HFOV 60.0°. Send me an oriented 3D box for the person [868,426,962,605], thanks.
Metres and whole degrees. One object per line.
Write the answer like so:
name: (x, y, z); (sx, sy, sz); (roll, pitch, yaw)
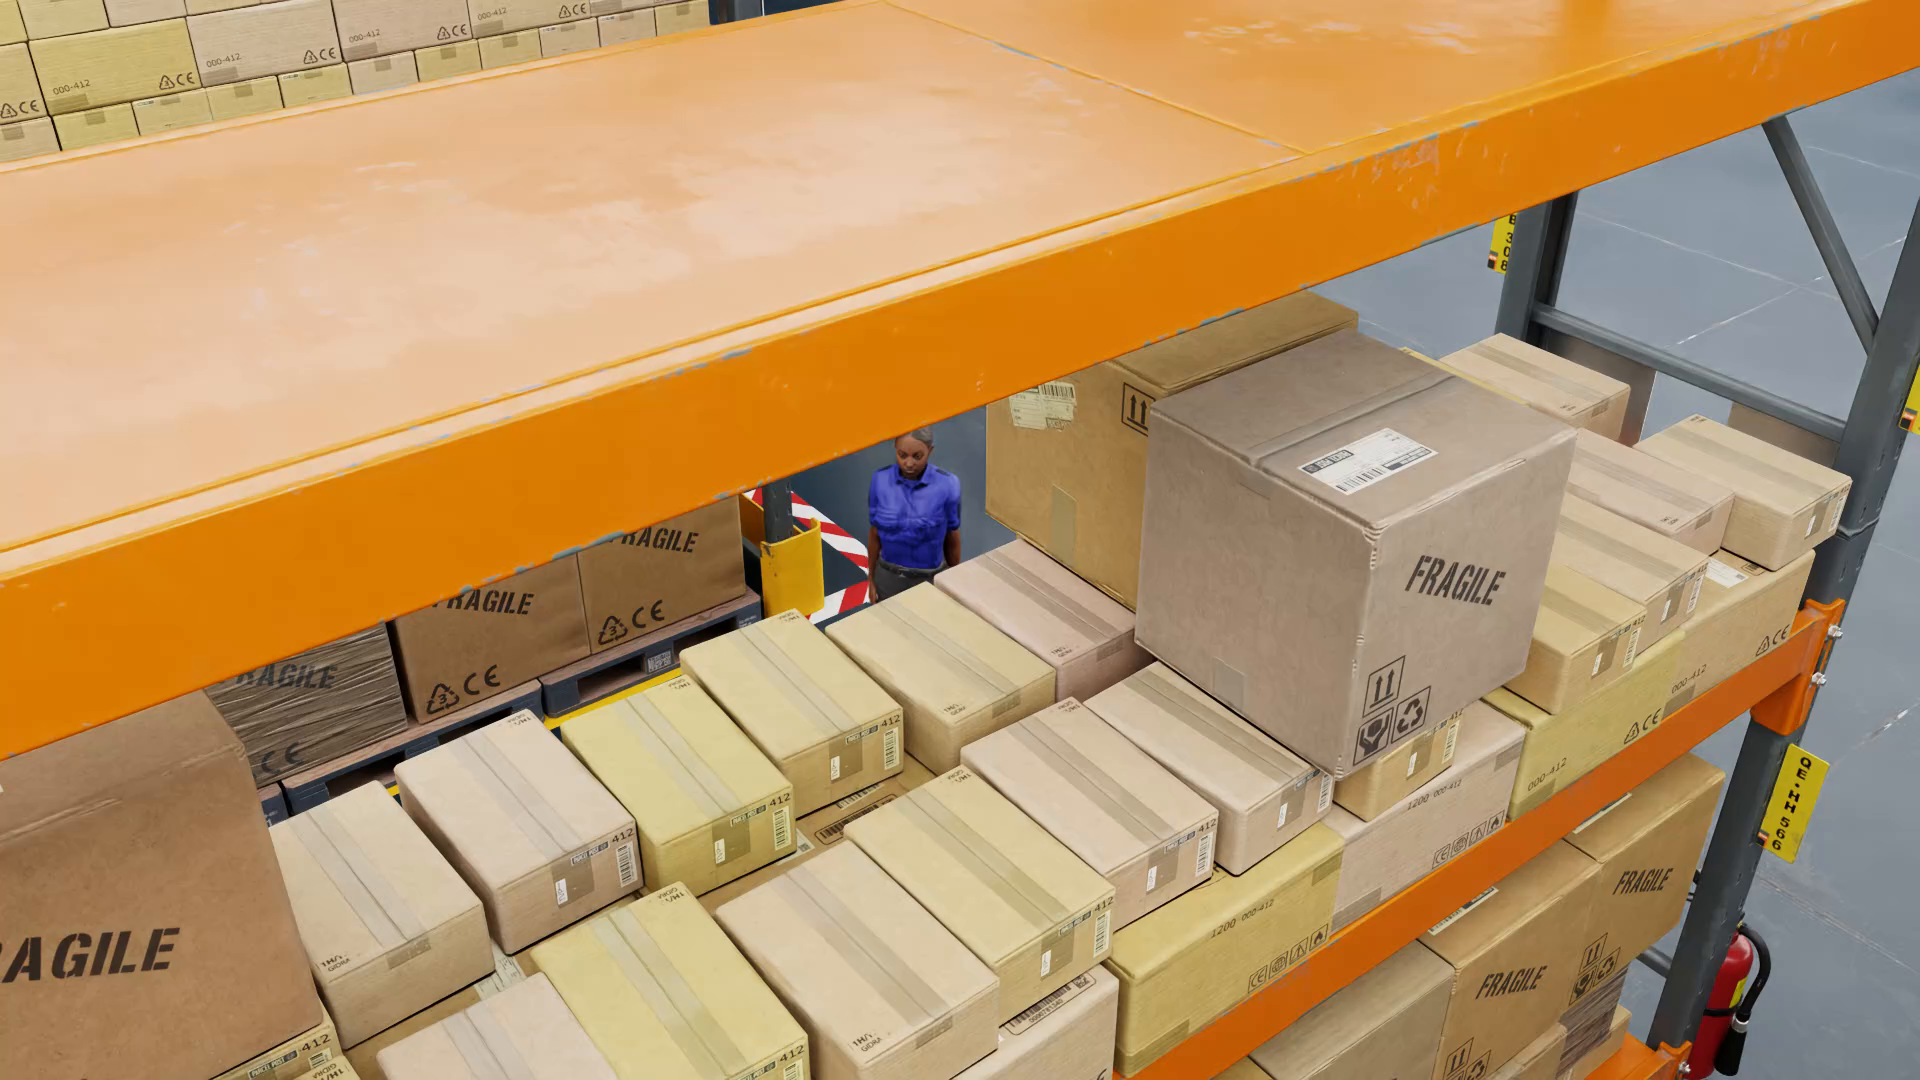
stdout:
person: (-0.233, 0.241, 7.405); (0.423, 1.645, 0.682); (7, 33, 11)
